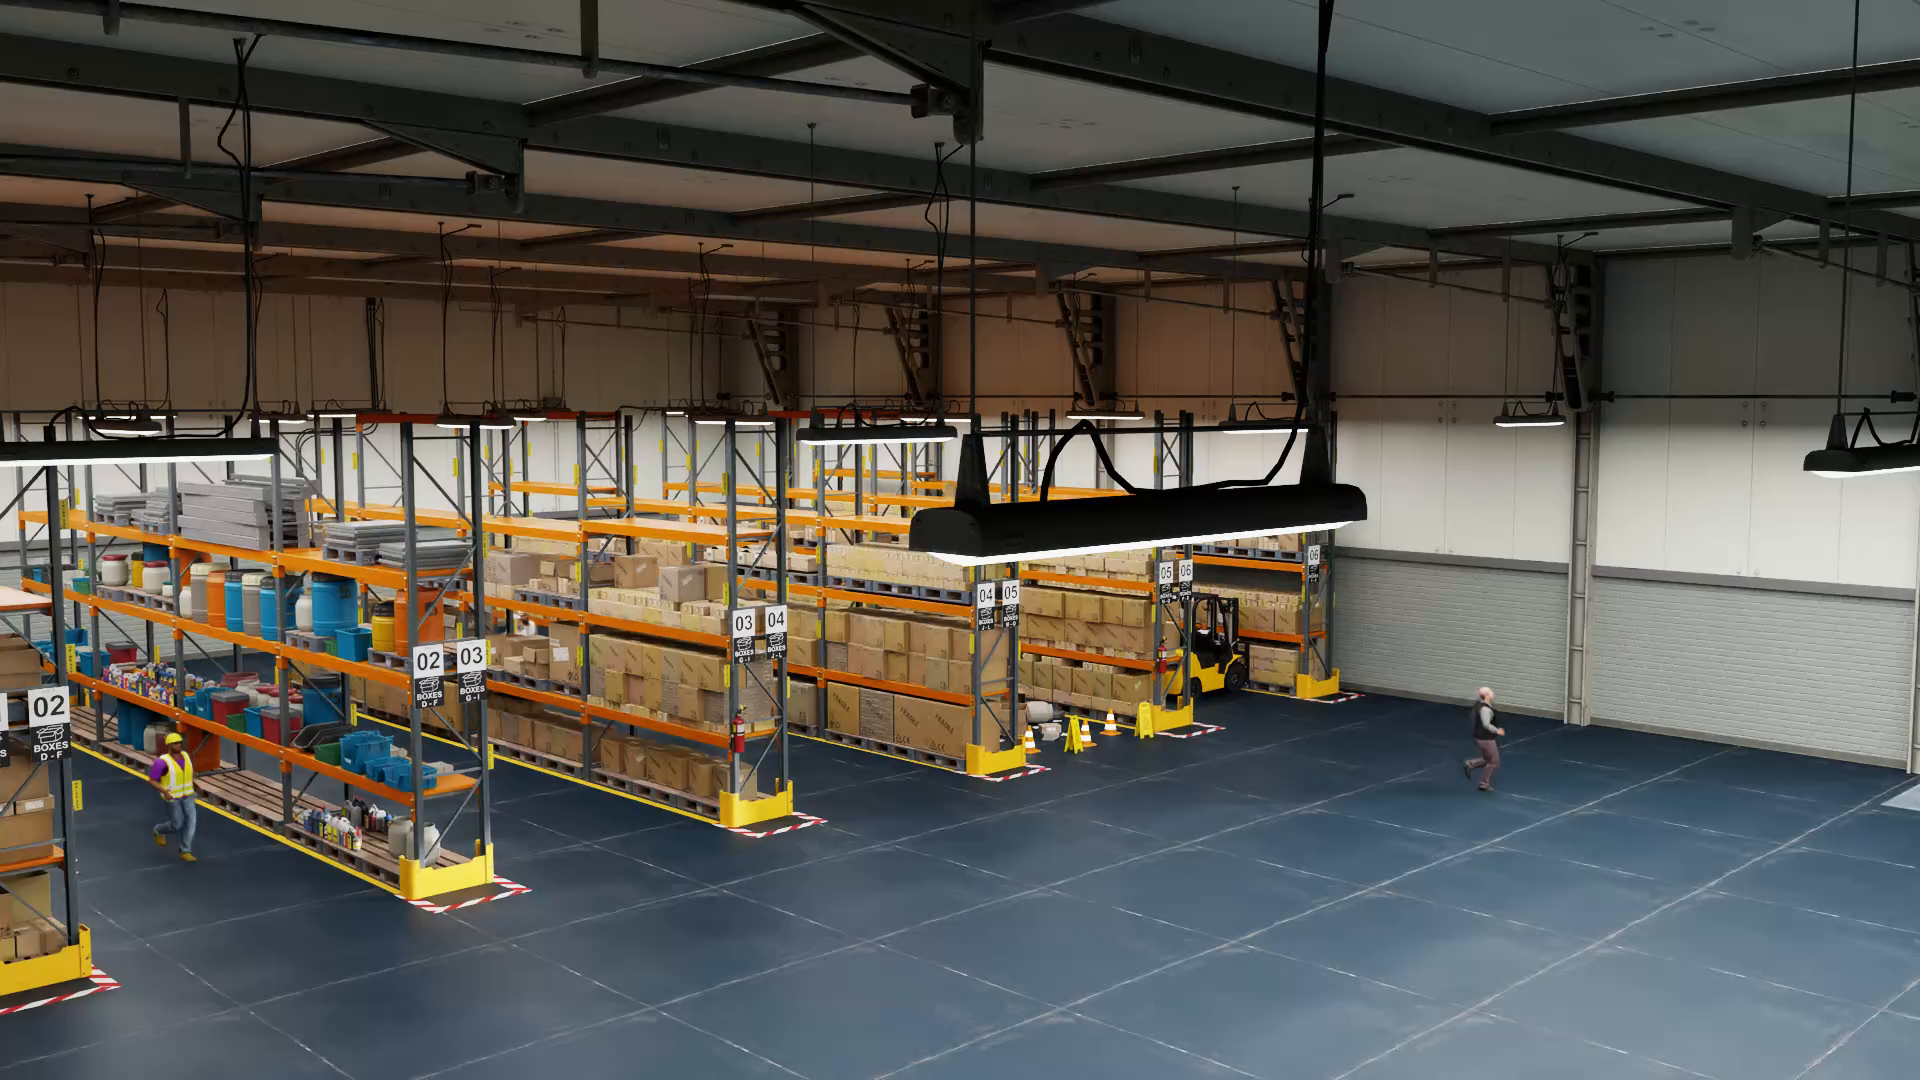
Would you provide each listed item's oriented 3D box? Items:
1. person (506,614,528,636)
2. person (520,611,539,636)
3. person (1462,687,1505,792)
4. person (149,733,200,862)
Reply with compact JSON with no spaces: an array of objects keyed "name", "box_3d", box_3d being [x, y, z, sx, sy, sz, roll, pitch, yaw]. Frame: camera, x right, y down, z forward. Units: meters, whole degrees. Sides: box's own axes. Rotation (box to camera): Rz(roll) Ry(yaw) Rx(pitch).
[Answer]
[{"name":"person","box_3d":[-9.306,2.424,35.095,0.604,1.722,0.655,4,6,40]},{"name":"person","box_3d":[-9.358,2.359,35.816,0.673,1.749,0.647,-4,7,-41]},{"name":"person","box_3d":[8.390,3.189,26.643,0.609,1.686,0.691,0,5,4]},{"name":"person","box_3d":[-10.724,3.501,22.748,0.771,1.745,0.699,3,6,31]}]
